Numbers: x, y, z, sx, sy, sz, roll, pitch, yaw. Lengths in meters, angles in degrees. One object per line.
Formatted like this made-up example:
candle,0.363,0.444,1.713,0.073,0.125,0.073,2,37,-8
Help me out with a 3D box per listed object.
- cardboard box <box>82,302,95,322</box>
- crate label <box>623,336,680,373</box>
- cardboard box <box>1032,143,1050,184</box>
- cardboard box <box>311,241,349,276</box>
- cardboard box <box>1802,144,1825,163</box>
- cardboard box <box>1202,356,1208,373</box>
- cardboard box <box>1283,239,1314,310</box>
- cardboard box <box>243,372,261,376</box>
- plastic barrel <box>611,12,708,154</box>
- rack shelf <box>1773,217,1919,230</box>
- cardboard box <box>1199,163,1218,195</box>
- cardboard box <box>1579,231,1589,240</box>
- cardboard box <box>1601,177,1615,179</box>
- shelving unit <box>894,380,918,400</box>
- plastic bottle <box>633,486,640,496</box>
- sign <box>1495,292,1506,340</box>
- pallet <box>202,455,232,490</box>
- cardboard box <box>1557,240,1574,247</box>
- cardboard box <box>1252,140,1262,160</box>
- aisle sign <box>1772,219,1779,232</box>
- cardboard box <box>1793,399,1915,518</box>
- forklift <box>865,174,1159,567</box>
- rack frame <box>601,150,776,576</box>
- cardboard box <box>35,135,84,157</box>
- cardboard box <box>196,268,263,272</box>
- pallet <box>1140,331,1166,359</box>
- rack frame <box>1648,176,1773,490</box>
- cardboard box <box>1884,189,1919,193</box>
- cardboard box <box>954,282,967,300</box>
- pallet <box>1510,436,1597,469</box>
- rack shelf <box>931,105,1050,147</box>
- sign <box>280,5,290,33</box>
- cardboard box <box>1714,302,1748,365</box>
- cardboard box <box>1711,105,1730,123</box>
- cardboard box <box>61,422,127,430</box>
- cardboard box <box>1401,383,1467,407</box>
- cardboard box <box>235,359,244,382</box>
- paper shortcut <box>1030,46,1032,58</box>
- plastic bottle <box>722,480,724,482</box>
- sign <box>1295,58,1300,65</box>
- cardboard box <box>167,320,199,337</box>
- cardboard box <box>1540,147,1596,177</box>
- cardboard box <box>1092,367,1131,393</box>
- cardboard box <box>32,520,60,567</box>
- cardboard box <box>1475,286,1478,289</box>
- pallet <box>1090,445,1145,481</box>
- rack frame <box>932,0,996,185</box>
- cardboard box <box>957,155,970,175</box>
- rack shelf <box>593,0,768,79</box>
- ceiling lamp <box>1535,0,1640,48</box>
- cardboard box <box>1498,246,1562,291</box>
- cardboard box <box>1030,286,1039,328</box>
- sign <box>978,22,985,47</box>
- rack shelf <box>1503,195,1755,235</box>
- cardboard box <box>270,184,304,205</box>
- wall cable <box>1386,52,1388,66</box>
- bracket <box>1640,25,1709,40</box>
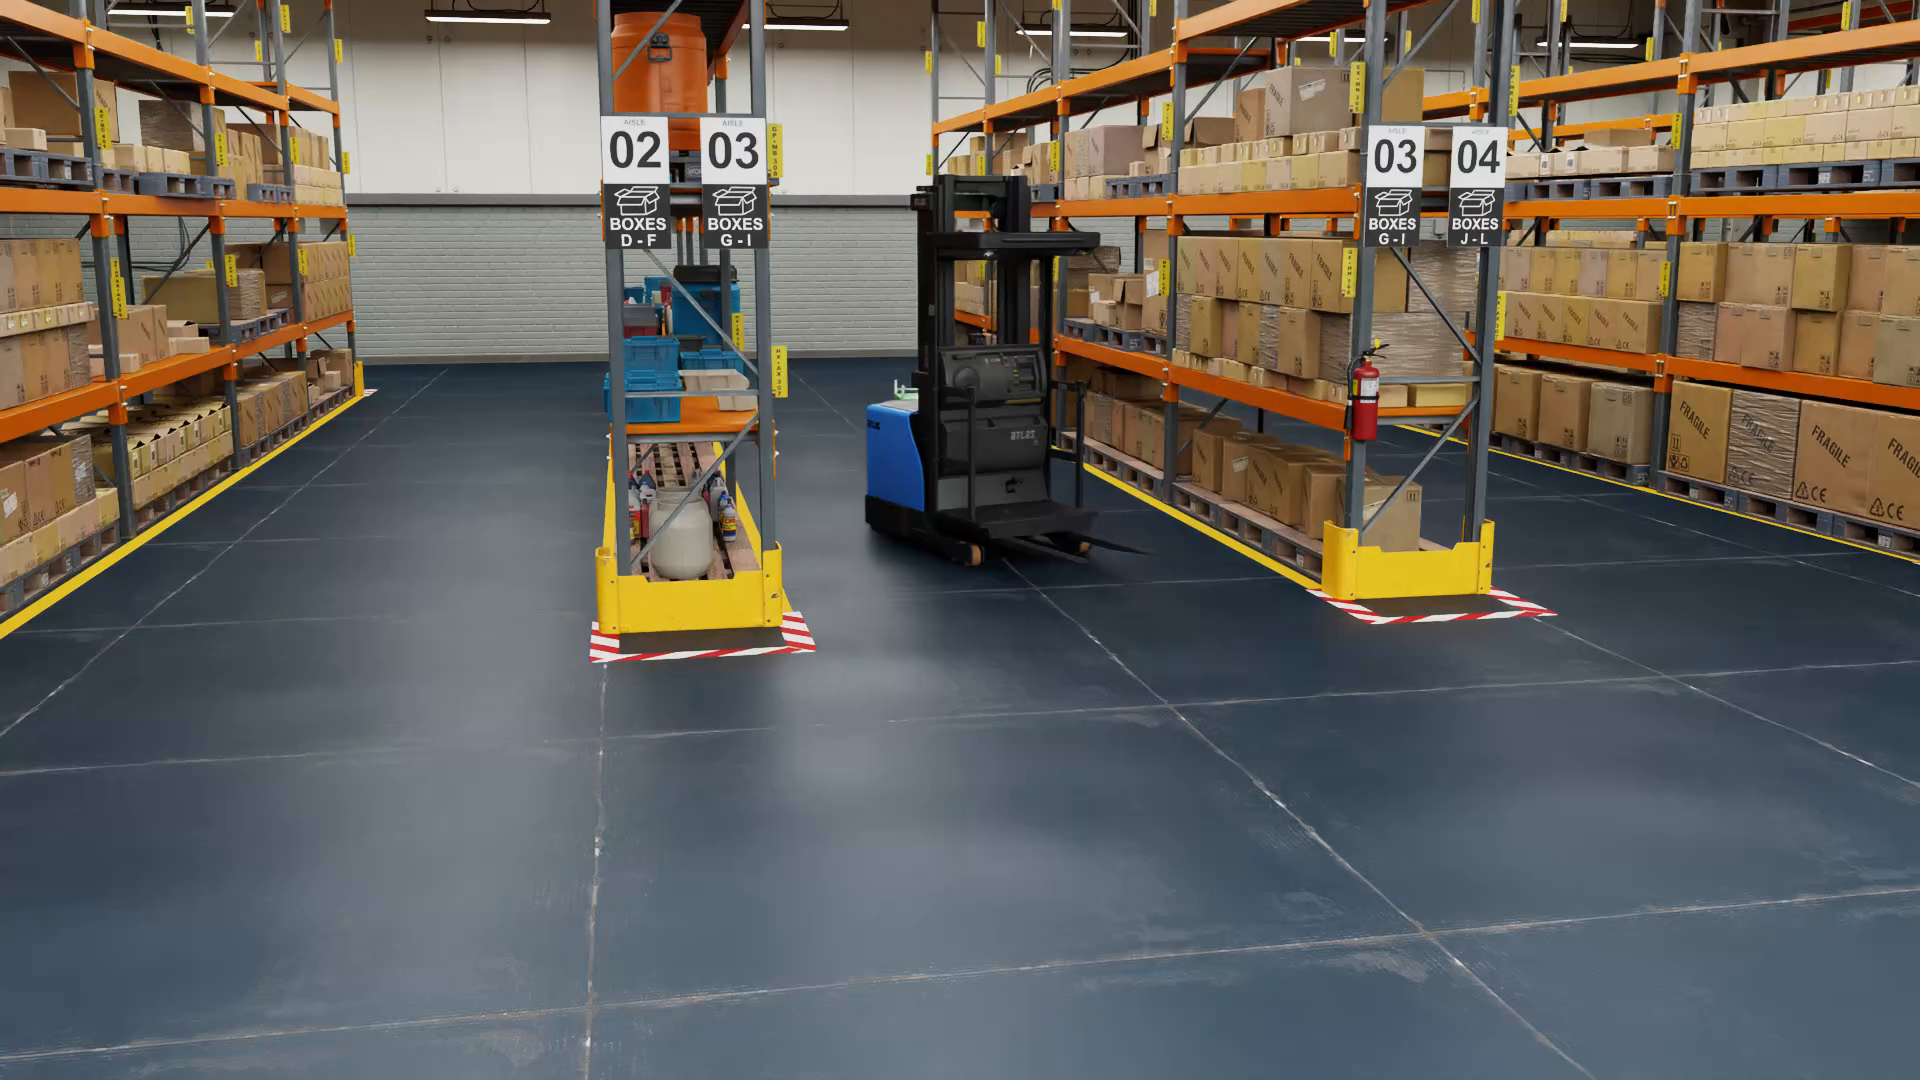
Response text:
cardboard box,-7.062,-1.794,13.096,0.380,0.149,0.250,-2,11,-11
crate label,-2.311,-1.259,12.194,0.502,0.435,0.616,-2,11,-11
cardboard box,1.171,-4.555,20.190,0.500,0.500,0.500,-2,11,-8
cardboard box,-9.303,-4.138,24.471,0.500,0.500,0.500,-2,11,-12
cardboard box,7.311,-3.237,13.939,0.380,0.149,0.250,-2,11,-10
cardboard box,2.309,-1.517,14.317,0.380,0.149,0.250,-2,11,-11
cardboard box,2.718,-1.964,12.255,0.500,0.500,0.500,-2,11,-11
cardboard box,-9.026,-1.826,20.776,0.500,0.500,0.500,-3,11,-14
plastic barrel,-1.907,-2.889,10.560,0.600,0.830,0.708,-2,11,-11
rack shelf,15.037,-5.323,27.544,1.077,0.370,4.000,-2,11,-11
cardboard box,2.337,-3.039,14.018,0.500,0.250,0.500,-2,11,-12
cardboard box,9.999,-4.796,26.195,0.380,0.149,0.250,-2,11,-12
cardboard box,10.263,-5.681,25.833,0.797,0.503,0.637,-1,11,-7
shelving unit,-0.421,-0.788,14.628,0.258,1.200,0.503,-2,11,-9
plastic bottle,-2.614,-0.300,13.370,0.097,0.271,0.097,0,11,0
sign,3.703,-1.539,11.445,0.100,0.325,0.005,-2,11,-11
pallet,-7.981,-0.679,16.701,1.003,0.211,1.213,-2,11,-11
cardboard box,9.906,-4.551,26.641,0.500,0.500,0.500,-2,11,-11
cardboard box,2.528,-3.069,13.109,0.380,0.149,0.250,-2,11,-10
aisle sign,14.346,-5.849,29.451,0.394,0.787,0.004,-2,11,-11
cardboard box,7.686,-0.702,13.920,0.875,0.875,0.875,-2,11,-12
forklift,0.378,-1.335,12.871,1.130,2.935,3.031,-6,12,-30
rack frame,-1.688,-0.914,10.475,1.000,3.000,0.127,-2,11,-11
cardboard box,-7.436,-3.188,13.677,0.500,0.250,0.500,-1,11,-5
cardboard box,-9.009,-3.096,20.548,0.700,0.500,0.500,-6,12,-30
pallet,2.387,-1.879,16.058,1.003,0.211,1.213,-2,11,-11
rack frame,7.277,-1.989,16.126,1.000,3.000,0.127,-2,11,-11
cardboard box,11.510,-4.270,19.819,0.700,0.500,0.500,-2,11,-11
cardboard box,0.196,-3.720,24.825,0.500,0.250,0.500,-2,11,-12
pallet,6.813,-0.983,18.294,1.003,0.211,1.213,-2,11,-11
rack shelf,0.448,-6.059,24.456,1.077,0.370,4.000,-2,11,-11
sign,-8.338,-6.440,20.544,0.100,0.325,0.005,-2,11,-11
cardboard box,7.490,-1.896,15.234,0.875,0.550,0.550,-2,11,-11
cardboard box,7.066,-3.861,15.085,0.380,0.149,0.250,-2,11,-11
cardboard box,-7.982,-0.942,15.354,0.500,0.311,0.500,-2,11,-12
cardboard box,3.349,-1.032,11.765,0.380,0.149,0.250,-2,11,-11
cardboard box,-8.832,-2.011,19.742,0.500,0.250,0.500,-2,11,-11
paper shortcut,0.843,-5.800,19.729,0.009,0.170,0.078,9,-22,-13
plastic bottle,-1.948,-0.358,13.643,0.061,0.283,0.133,-1,11,-7
sign,5.492,-7.691,27.113,0.100,0.325,0.005,-2,11,-11
cardboard box,-8.075,-2.090,16.891,0.500,0.311,0.500,-1,11,-7
cardboard box,6.622,-4.081,17.943,0.500,0.311,0.500,-2,11,-12
cardboard box,1.774,-1.796,18.613,0.500,0.250,0.500,-2,11,-9
cardboard box,-6.724,0.028,11.755,0.500,0.250,0.500,-2,11,-11
cardboard box,6.548,-3.098,20.702,0.380,0.149,0.250,-2,11,-8
pallet,1.999,-0.825,17.465,1.003,0.211,1.213,-2,11,-11
rack frame,0.059,-6.976,26.279,1.000,3.000,0.127,-2,11,-11
cardboard box,0.352,-5.512,24.956,0.700,0.500,0.500,-3,11,-15
rack shelf,-2.077,-3.678,11.946,1.077,0.370,4.000,-2,11,-11
ceiling lamp,11.843,-10.792,30.716,2.000,3.185,0.800,-2,11,-11
cardboard box,6.577,-3.181,19.444,0.700,0.500,0.500,-2,11,-11
cardboard box,1.080,-2.879,20.531,0.500,0.500,0.500,-2,11,-13
sign,0.287,-6.763,22.240,0.100,0.325,0.005,-2,11,-11
rack shelf,6.888,-3.476,17.840,1.077,0.370,4.000,-2,11,-11
cardboard box,-8.733,-4.433,21.345,0.500,0.250,0.500,-2,11,-11
wall cable,8.397,-8.369,33.599,0.463,3.000,0.029,-2,11,-11
bracket,14.035,-10.388,34.582,0.076,0.066,5.218,-2,11,-11
